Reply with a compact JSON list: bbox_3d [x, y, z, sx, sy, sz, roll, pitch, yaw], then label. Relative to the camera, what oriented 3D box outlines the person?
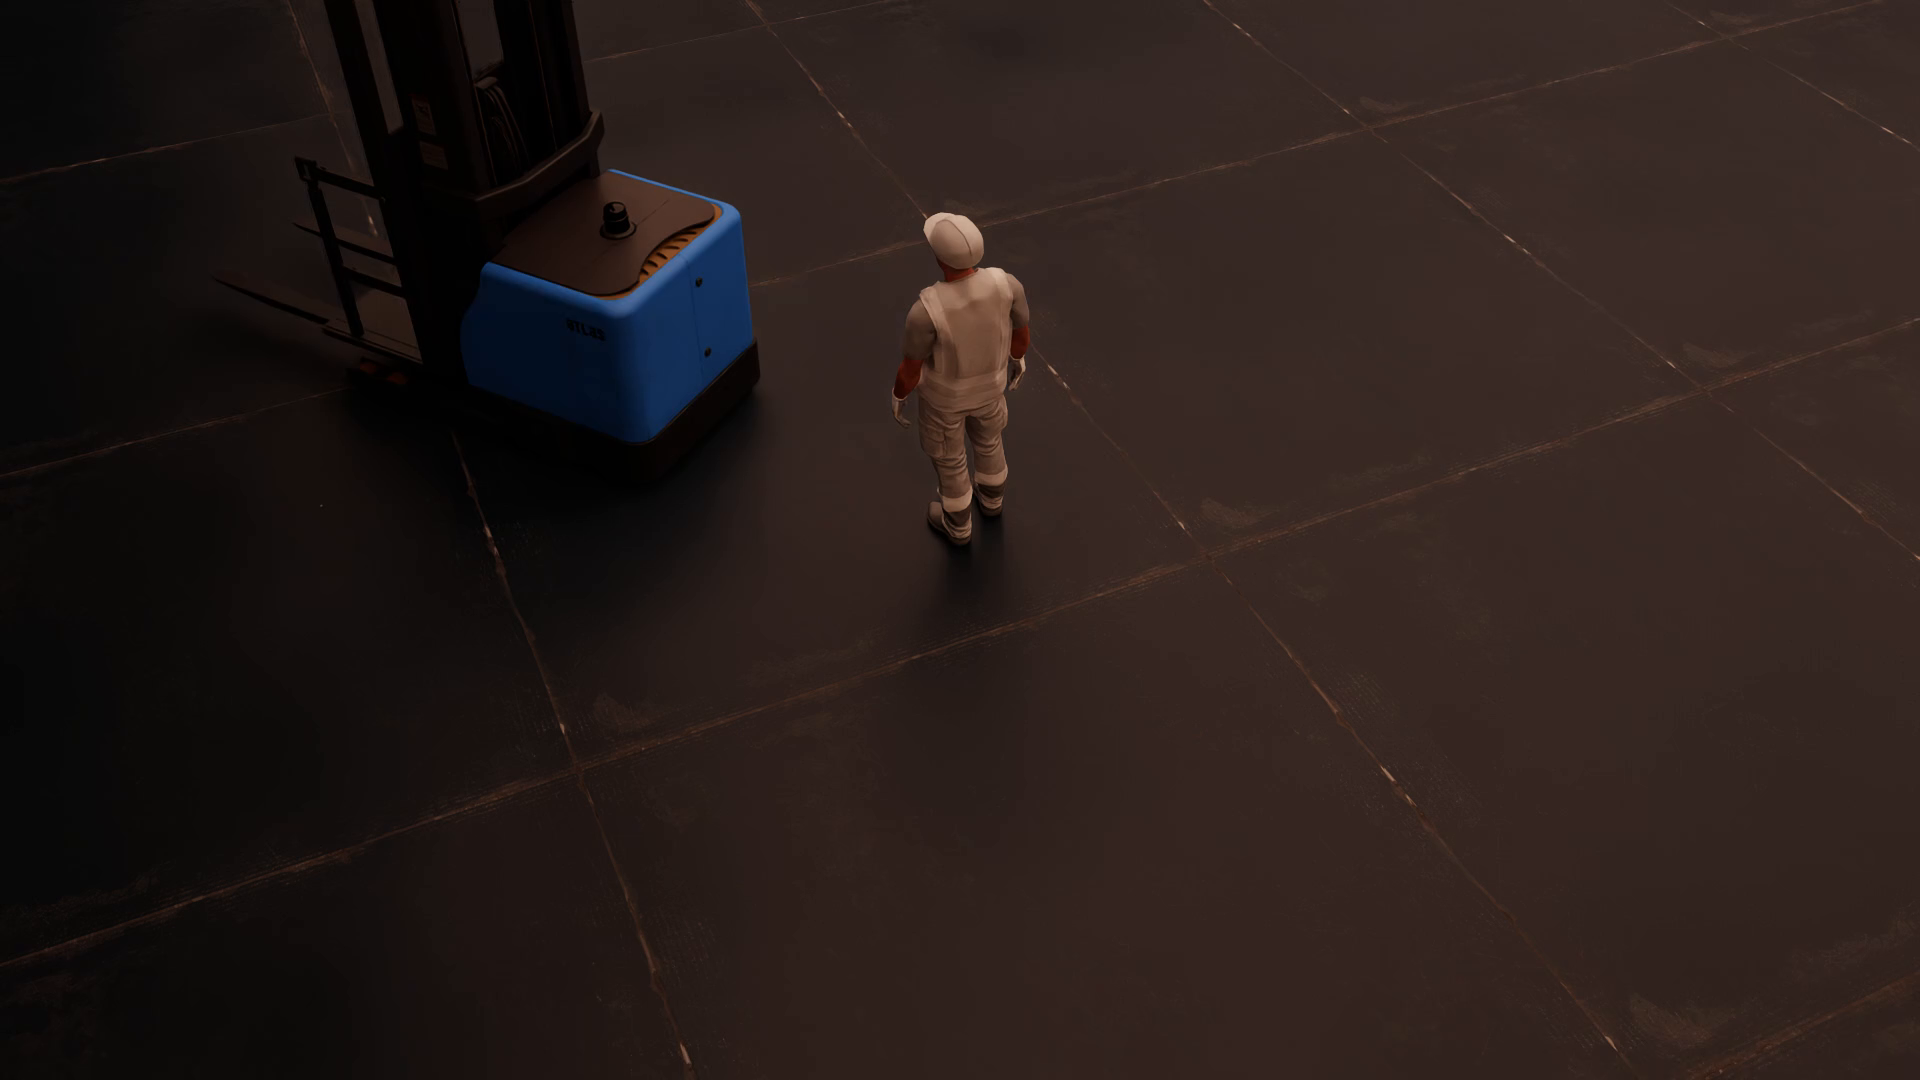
[{"bbox_3d":[-0.023,-0.713,7.270,0.637,1.790,0.562,-18,46,-18],"label":"person"}]

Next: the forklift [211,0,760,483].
[{"bbox_3d":[-2.583,-2.067,7.895,3.031,2.935,1.130,20,47,20],"label":"forklift"}]
